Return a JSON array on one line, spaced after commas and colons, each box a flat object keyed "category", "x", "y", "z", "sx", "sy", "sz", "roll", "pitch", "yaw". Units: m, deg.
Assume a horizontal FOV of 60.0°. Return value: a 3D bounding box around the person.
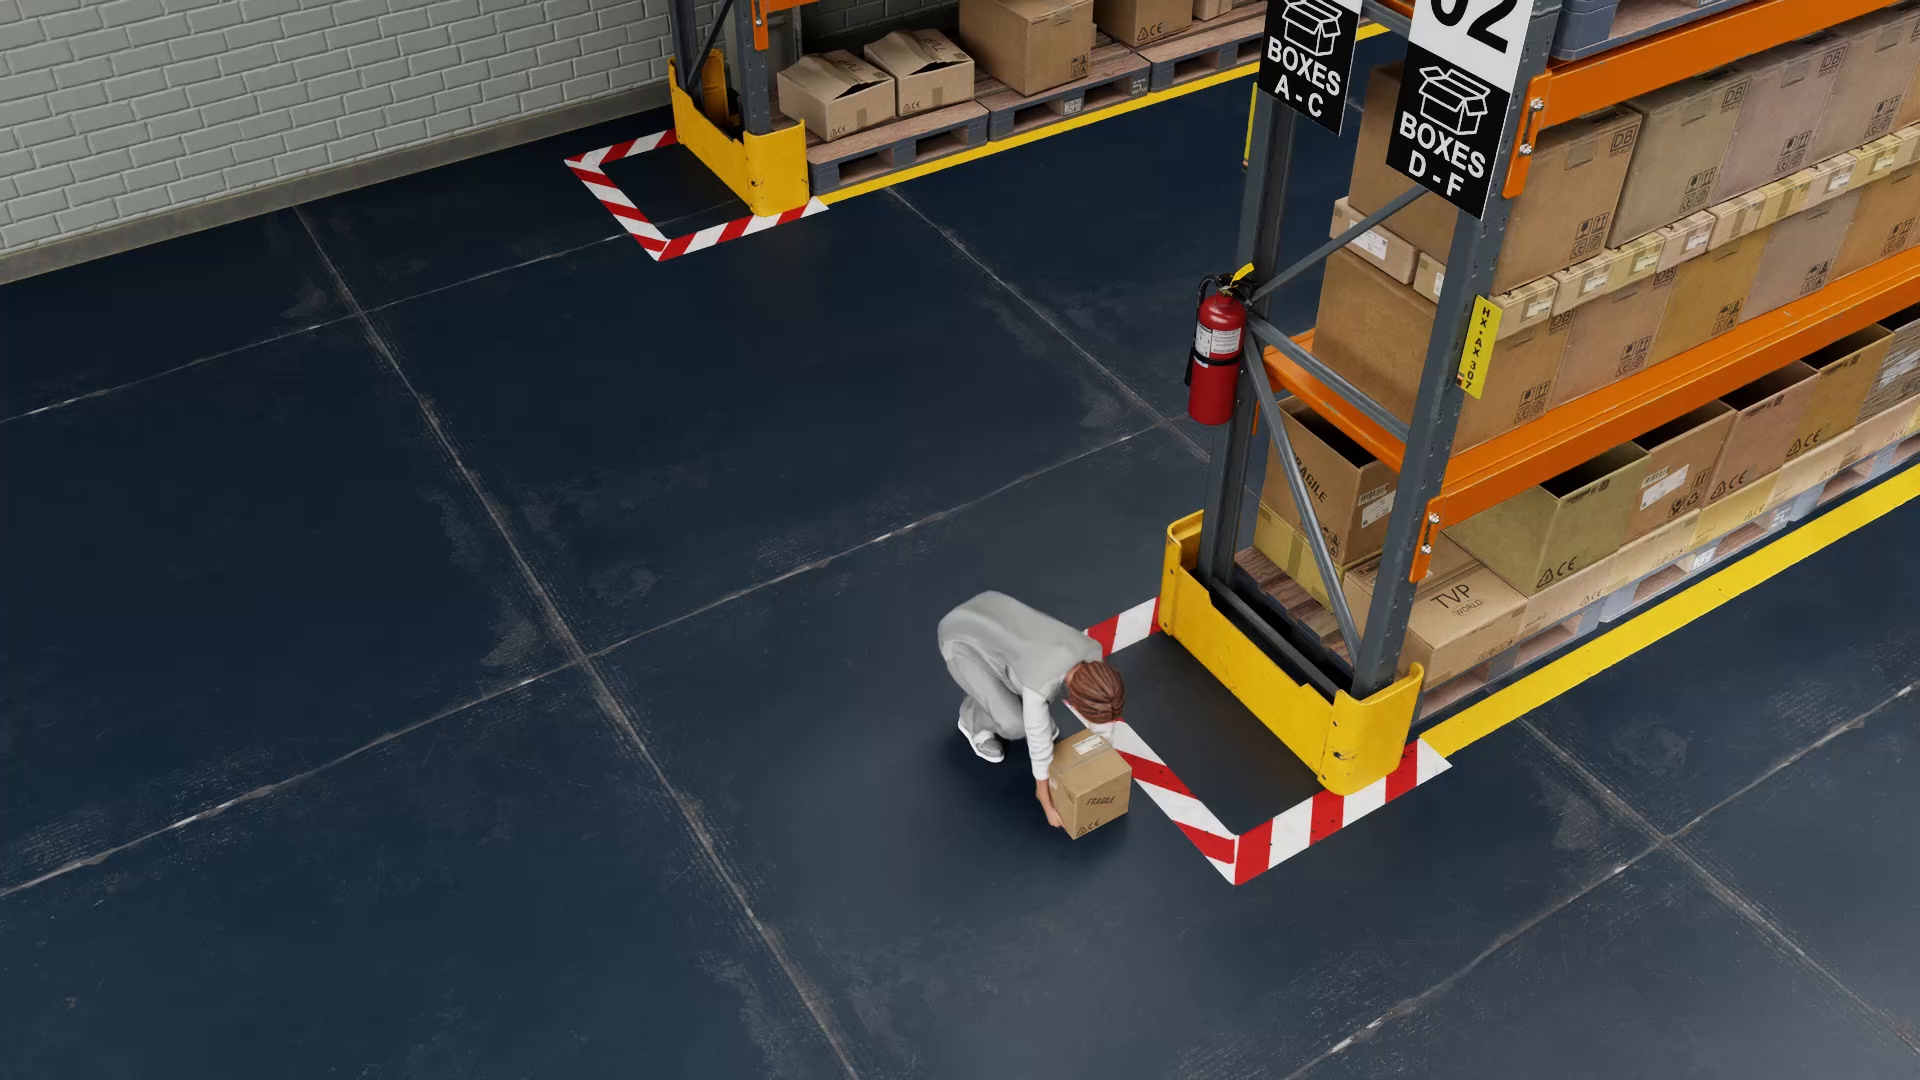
[{"category": "person", "x": 0.266, "y": 0.573, "z": 6.225, "sx": 0.420, "sy": 0.715, "sz": 0.855, "roll": -27, "pitch": 48, "yaw": -27}]
